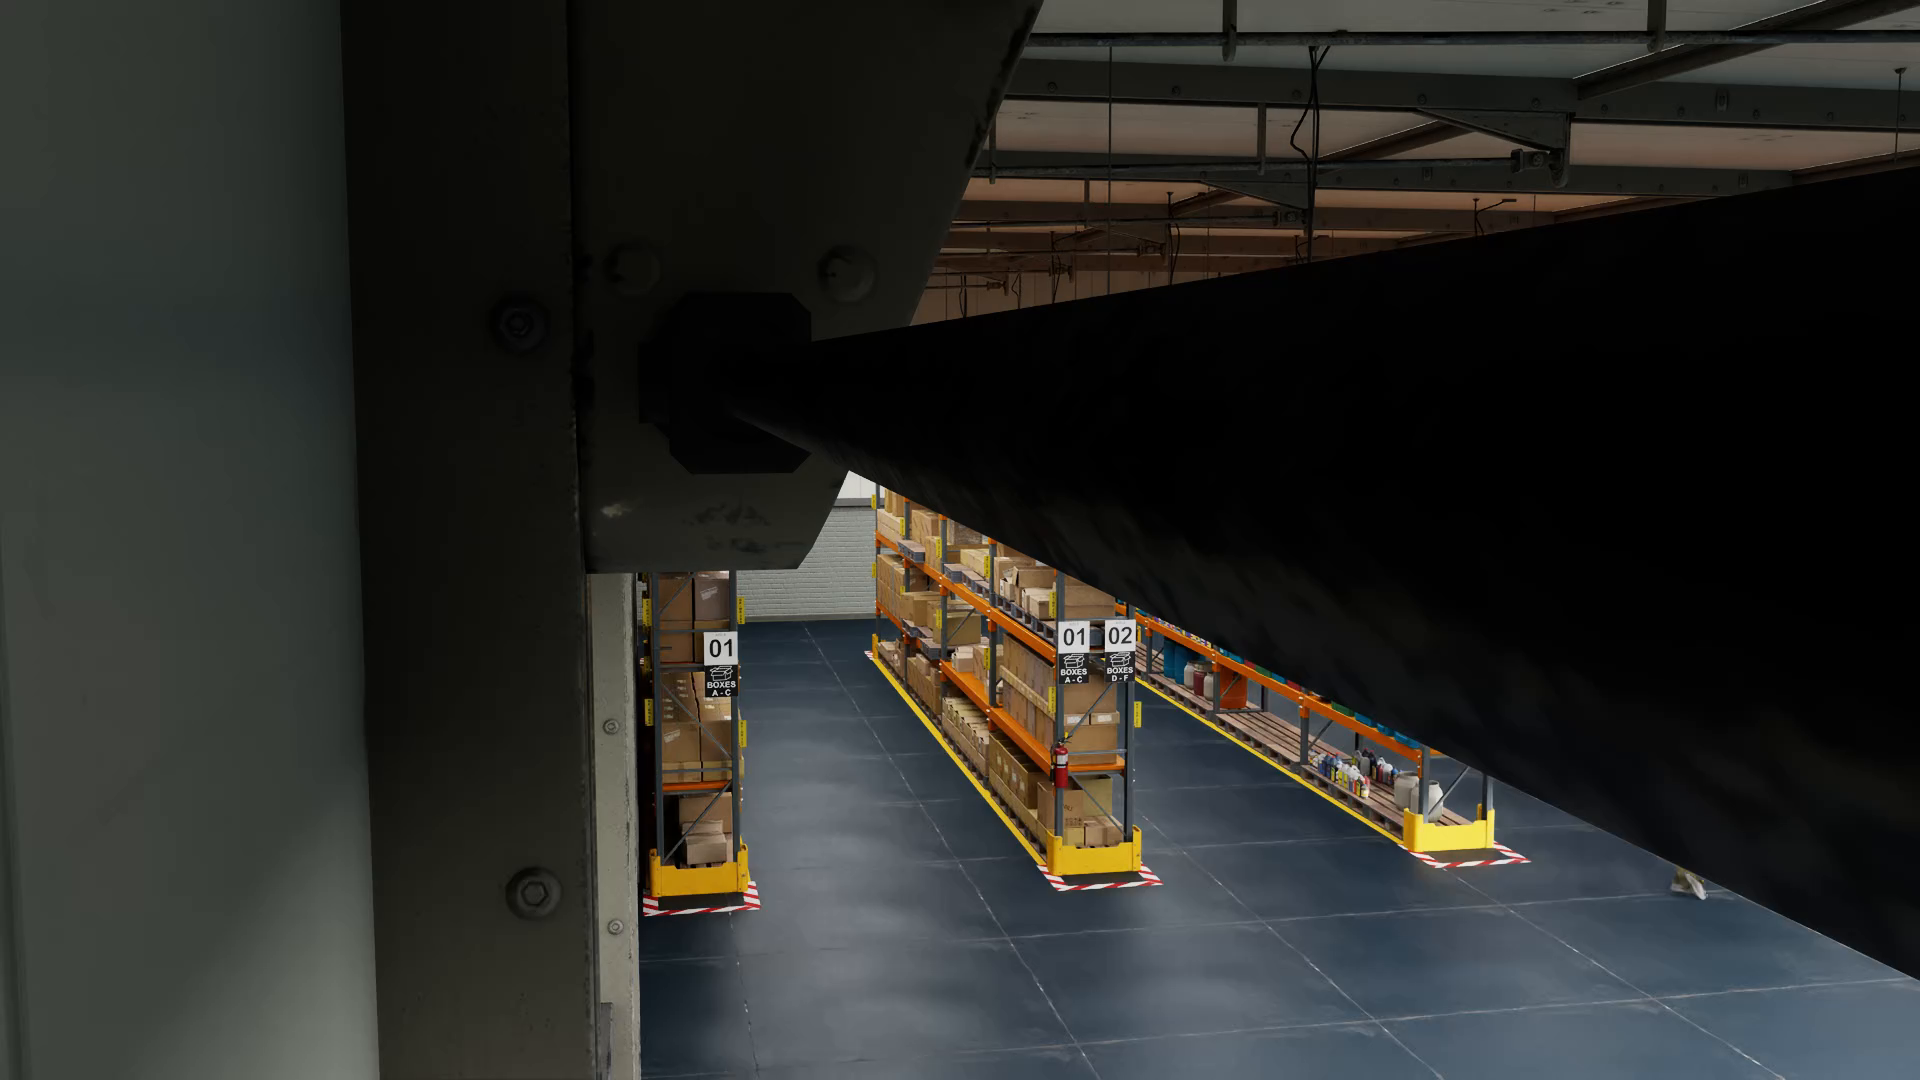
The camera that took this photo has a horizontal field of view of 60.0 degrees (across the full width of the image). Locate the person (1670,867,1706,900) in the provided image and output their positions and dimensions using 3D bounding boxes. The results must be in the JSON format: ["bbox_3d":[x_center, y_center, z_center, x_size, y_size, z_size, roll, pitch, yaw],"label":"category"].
[{"bbox_3d":[8.925,3.768,19.994,0.569,1.066,0.391,2,6,18],"label":"person"}]
